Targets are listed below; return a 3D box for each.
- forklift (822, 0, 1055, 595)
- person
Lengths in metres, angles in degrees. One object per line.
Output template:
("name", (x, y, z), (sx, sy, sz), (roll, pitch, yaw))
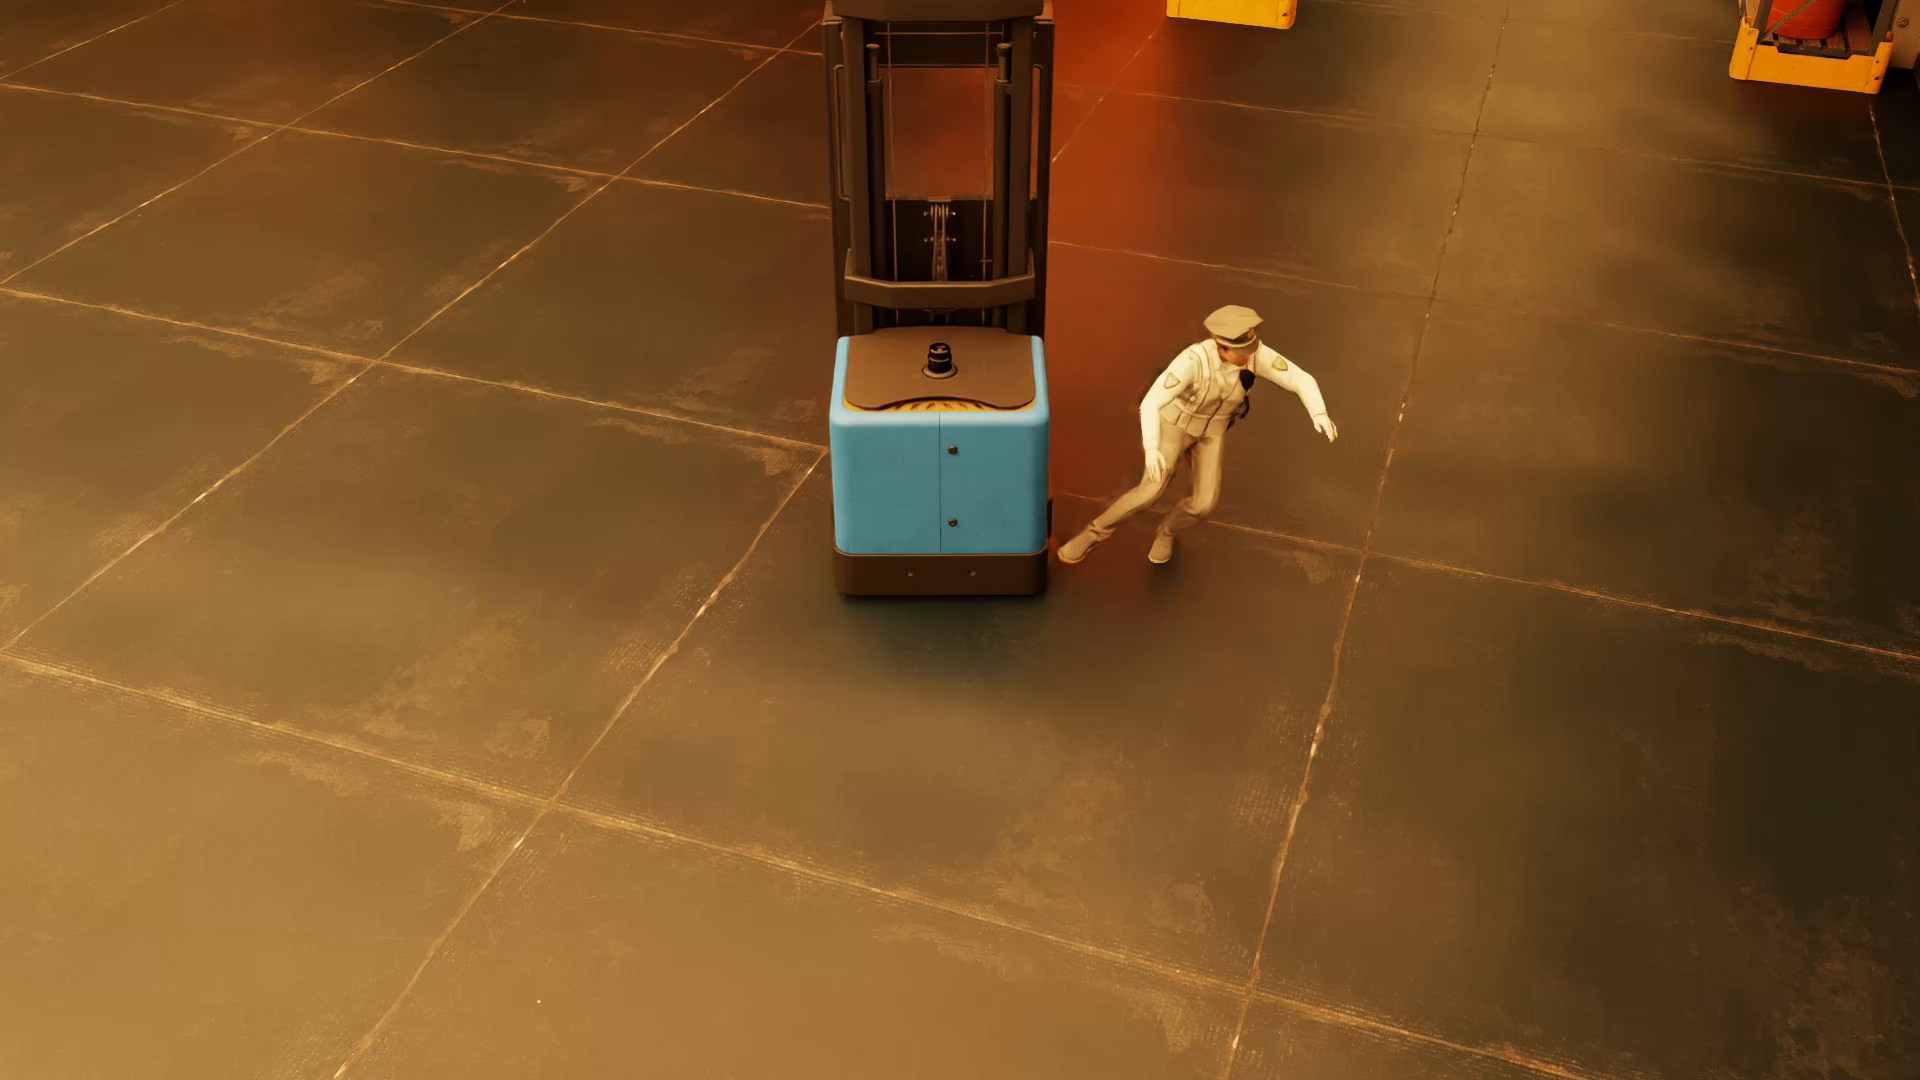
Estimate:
("forklift", (-0.102, -1.743, 8.569), (1.130, 2.935, 3.031), (0, 35, 0))
("person", (1.099, -0.420, 8.037), (1.202, 1.429, 0.848), (-9, 36, -12))
